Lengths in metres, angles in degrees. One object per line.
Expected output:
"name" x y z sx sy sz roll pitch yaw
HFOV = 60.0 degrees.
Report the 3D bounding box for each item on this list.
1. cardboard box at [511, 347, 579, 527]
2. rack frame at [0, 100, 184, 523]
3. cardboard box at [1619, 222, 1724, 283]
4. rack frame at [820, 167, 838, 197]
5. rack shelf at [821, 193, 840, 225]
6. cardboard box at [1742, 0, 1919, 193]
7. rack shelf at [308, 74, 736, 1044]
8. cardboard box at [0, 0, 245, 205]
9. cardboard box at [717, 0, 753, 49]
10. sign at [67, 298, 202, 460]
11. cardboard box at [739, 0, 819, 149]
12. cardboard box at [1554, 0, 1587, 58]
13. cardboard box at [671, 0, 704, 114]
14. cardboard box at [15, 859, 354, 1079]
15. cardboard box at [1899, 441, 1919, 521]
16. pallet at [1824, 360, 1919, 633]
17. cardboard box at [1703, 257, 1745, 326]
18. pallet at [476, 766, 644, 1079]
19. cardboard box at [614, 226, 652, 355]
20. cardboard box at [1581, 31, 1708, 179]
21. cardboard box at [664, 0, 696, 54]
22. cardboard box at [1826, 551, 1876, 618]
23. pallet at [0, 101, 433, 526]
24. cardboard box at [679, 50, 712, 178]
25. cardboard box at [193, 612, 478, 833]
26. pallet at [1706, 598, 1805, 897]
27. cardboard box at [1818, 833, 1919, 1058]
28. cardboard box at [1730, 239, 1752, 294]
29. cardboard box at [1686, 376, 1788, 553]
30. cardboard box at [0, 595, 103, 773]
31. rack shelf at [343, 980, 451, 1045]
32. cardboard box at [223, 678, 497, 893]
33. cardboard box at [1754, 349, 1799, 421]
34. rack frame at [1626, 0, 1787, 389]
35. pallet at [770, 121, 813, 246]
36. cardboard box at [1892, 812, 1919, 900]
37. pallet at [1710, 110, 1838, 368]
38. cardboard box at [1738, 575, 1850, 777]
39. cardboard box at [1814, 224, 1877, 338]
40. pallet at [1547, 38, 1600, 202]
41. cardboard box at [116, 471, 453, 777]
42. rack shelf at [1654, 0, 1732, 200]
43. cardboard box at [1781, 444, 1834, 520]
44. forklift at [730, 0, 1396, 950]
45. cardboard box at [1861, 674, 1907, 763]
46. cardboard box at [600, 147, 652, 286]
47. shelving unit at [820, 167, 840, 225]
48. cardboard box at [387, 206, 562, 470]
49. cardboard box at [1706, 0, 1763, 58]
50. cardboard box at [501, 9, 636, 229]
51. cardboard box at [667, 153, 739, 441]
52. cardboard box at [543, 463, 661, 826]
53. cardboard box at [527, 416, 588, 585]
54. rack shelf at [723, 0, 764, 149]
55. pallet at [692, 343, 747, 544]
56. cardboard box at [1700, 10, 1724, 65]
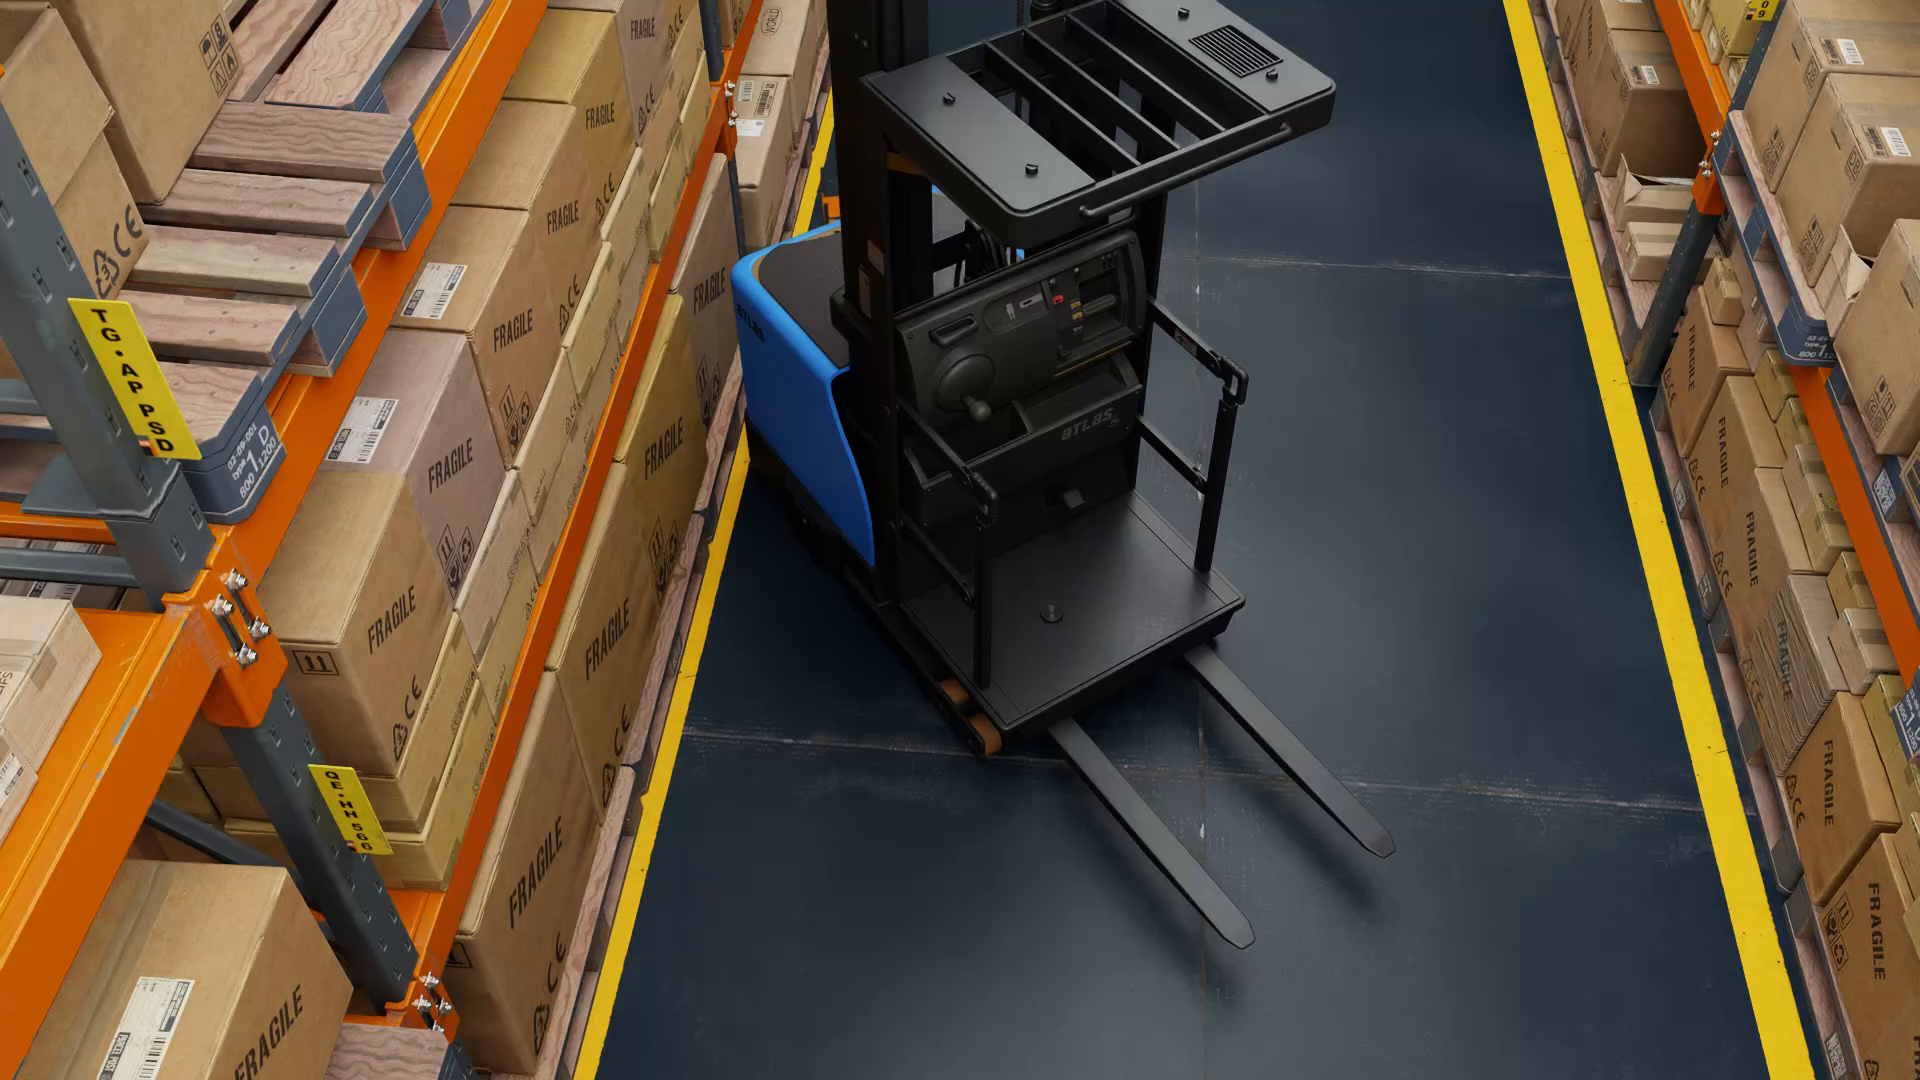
"cardboard box" -1.423 -0.315 4.794 0.500 0.250 0.500 4 48 3
"rack frame" -1.821 -1.121 1.703 1.000 3.000 0.127 4 48 4
"cardboard box" 3.245 -1.313 7.591 0.380 0.149 0.250 3 48 2
"rack frame" -0.467 -1.162 7.127 0.200 1.050 0.008 -5 48 -4
"rack shelf" -0.454 -1.257 6.843 0.215 0.259 0.240 -5 48 -4
"cardboard box" 3.220 -1.539 5.799 0.700 0.500 0.500 5 48 5
"rack shelf" -1.639 -0.323 5.526 1.077 0.370 4.000 4 48 4
"cardboard box" -1.920 -1.024 3.295 0.700 0.500 0.500 2 48 2
"cardboard box" -1.153 -2.396 6.867 0.500 0.500 0.500 5 48 5
"sign" -1.281 -0.245 2.584 0.100 0.325 0.005 4 48 4
"cardboard box" -1.211 -2.424 8.412 0.875 0.438 0.875 3 48 2
"cardboard box" 3.585 -2.873 8.780 0.700 0.500 0.500 6 48 5
"cardboard box" -1.255 -1.813 6.164 0.500 0.250 0.500 4 48 3
"cardboard box" -1.586 0.981 3.292 0.500 0.500 0.500 3 48 2
"cardboard box" 3.087 -0.153 4.529 0.797 0.503 0.637 3 48 3
"pallet" 3.295 -0.129 4.992 1.003 0.211 1.213 4 48 4
"cardboard box" 3.189 -0.976 6.605 0.380 0.149 0.250 6 48 5
"pallet" -1.674 1.271 5.471 1.003 0.211 1.213 4 48 4
"cardboard box" -1.359 -0.894 5.663 0.500 0.250 0.500 3 48 2
"cardboard box" 3.490 -2.110 8.083 0.700 0.500 0.500 2 48 2
"cardboard box" -1.247 -2.061 5.883 0.500 0.500 0.500 5 48 5
"cardboard box" 3.137 0.188 5.541 0.380 0.149 0.250 4 48 4
"pallet" -1.815 -0.521 3.315 1.213 0.211 1.003 6 48 5
"cardboard box" -1.246 -1.638 6.343 0.500 0.250 0.500 3 48 3
"cardboard box" -1.529 0.430 4.113 0.500 0.250 0.500 4 48 3
"pallet" 3.342 0.736 5.960 1.003 0.211 1.213 4 48 4
"cardboard box" 3.003 1.245 5.014 0.500 0.500 0.500 3 48 3
"cardboard box" 3.250 -1.072 6.492 0.380 0.149 0.250 3 48 3
"cardboard box" 3.180 -0.270 6.400 0.500 0.500 0.500 3 48 3
"cardboard box" -1.641 0.222 2.678 0.380 0.149 0.250 4 48 4
"rack shelf" -2.003 2.616 2.838 1.077 0.370 4.000 4 48 4
"cardboard box" -1.526 0.612 4.285 0.500 0.250 0.500 3 48 3
"cardboard box" 3.229 -0.577 6.241 0.380 0.149 0.250 2 48 2
"rack frame" 3.487 -1.704 6.302 1.000 3.000 0.127 4 48 4
"pallet" -1.309 -1.648 8.140 1.003 0.211 1.213 4 48 4
"cardboard box" 2.977 0.945 4.849 0.380 0.149 0.250 2 48 2
"pallet" 3.305 -1.060 5.842 1.003 0.211 1.213 4 48 4
"cardboard box" 3.077 0.477 5.716 0.500 0.500 0.500 2 48 2
"cardboard box" 2.978 -0.805 5.286 0.396 0.266 0.258 6 48 5
"pallet" 3.659 -2.167 8.615 1.003 0.211 1.213 4 48 4
"cardboard box" -1.533 0.187 3.827 0.500 0.500 0.500 2 48 2
"rack shelf" 3.669 -2.931 7.912 1.077 0.370 4.000 4 48 4
"cardboard box" 3.158 -0.194 5.890 0.380 0.149 0.250 4 48 3
"forklift" 0.342 -0.605 5.343 1.130 2.935 3.031 -26 53 -22
"cardboard box" 3.069 0.571 5.191 0.380 0.149 0.250 3 48 3
"cardboard box" -1.334 -1.064 5.479 0.500 0.250 0.500 5 48 4
"shelving unit" -0.454 -1.072 7.045 0.215 1.050 0.252 -5 48 -4
"cardboard box" -1.434 -0.557 4.508 0.500 0.500 0.500 5 48 5
"cardboard box" 3.290 -2.145 6.605 0.500 0.250 0.500 5 48 5
"cardboard box" -1.353 -1.309 5.195 0.500 0.500 0.500 5 48 5
"cardboard box" -1.433 -0.999 6.812 0.875 0.875 0.875 5 48 5
"cardboard box" -1.590 0.322 5.604 0.875 0.875 0.875 4 48 4
"cardboard box" -1.443 -0.152 4.984 0.500 0.250 0.500 5 48 5
"rack shelf" -1.274 -3.262 8.214 1.077 0.370 4.000 4 48 4
"pallet" -1.452 -0.522 7.110 1.003 0.211 1.213 4 48 4
"cardboard box" 3.267 -2.064 6.801 0.380 0.149 0.250 5 48 5
